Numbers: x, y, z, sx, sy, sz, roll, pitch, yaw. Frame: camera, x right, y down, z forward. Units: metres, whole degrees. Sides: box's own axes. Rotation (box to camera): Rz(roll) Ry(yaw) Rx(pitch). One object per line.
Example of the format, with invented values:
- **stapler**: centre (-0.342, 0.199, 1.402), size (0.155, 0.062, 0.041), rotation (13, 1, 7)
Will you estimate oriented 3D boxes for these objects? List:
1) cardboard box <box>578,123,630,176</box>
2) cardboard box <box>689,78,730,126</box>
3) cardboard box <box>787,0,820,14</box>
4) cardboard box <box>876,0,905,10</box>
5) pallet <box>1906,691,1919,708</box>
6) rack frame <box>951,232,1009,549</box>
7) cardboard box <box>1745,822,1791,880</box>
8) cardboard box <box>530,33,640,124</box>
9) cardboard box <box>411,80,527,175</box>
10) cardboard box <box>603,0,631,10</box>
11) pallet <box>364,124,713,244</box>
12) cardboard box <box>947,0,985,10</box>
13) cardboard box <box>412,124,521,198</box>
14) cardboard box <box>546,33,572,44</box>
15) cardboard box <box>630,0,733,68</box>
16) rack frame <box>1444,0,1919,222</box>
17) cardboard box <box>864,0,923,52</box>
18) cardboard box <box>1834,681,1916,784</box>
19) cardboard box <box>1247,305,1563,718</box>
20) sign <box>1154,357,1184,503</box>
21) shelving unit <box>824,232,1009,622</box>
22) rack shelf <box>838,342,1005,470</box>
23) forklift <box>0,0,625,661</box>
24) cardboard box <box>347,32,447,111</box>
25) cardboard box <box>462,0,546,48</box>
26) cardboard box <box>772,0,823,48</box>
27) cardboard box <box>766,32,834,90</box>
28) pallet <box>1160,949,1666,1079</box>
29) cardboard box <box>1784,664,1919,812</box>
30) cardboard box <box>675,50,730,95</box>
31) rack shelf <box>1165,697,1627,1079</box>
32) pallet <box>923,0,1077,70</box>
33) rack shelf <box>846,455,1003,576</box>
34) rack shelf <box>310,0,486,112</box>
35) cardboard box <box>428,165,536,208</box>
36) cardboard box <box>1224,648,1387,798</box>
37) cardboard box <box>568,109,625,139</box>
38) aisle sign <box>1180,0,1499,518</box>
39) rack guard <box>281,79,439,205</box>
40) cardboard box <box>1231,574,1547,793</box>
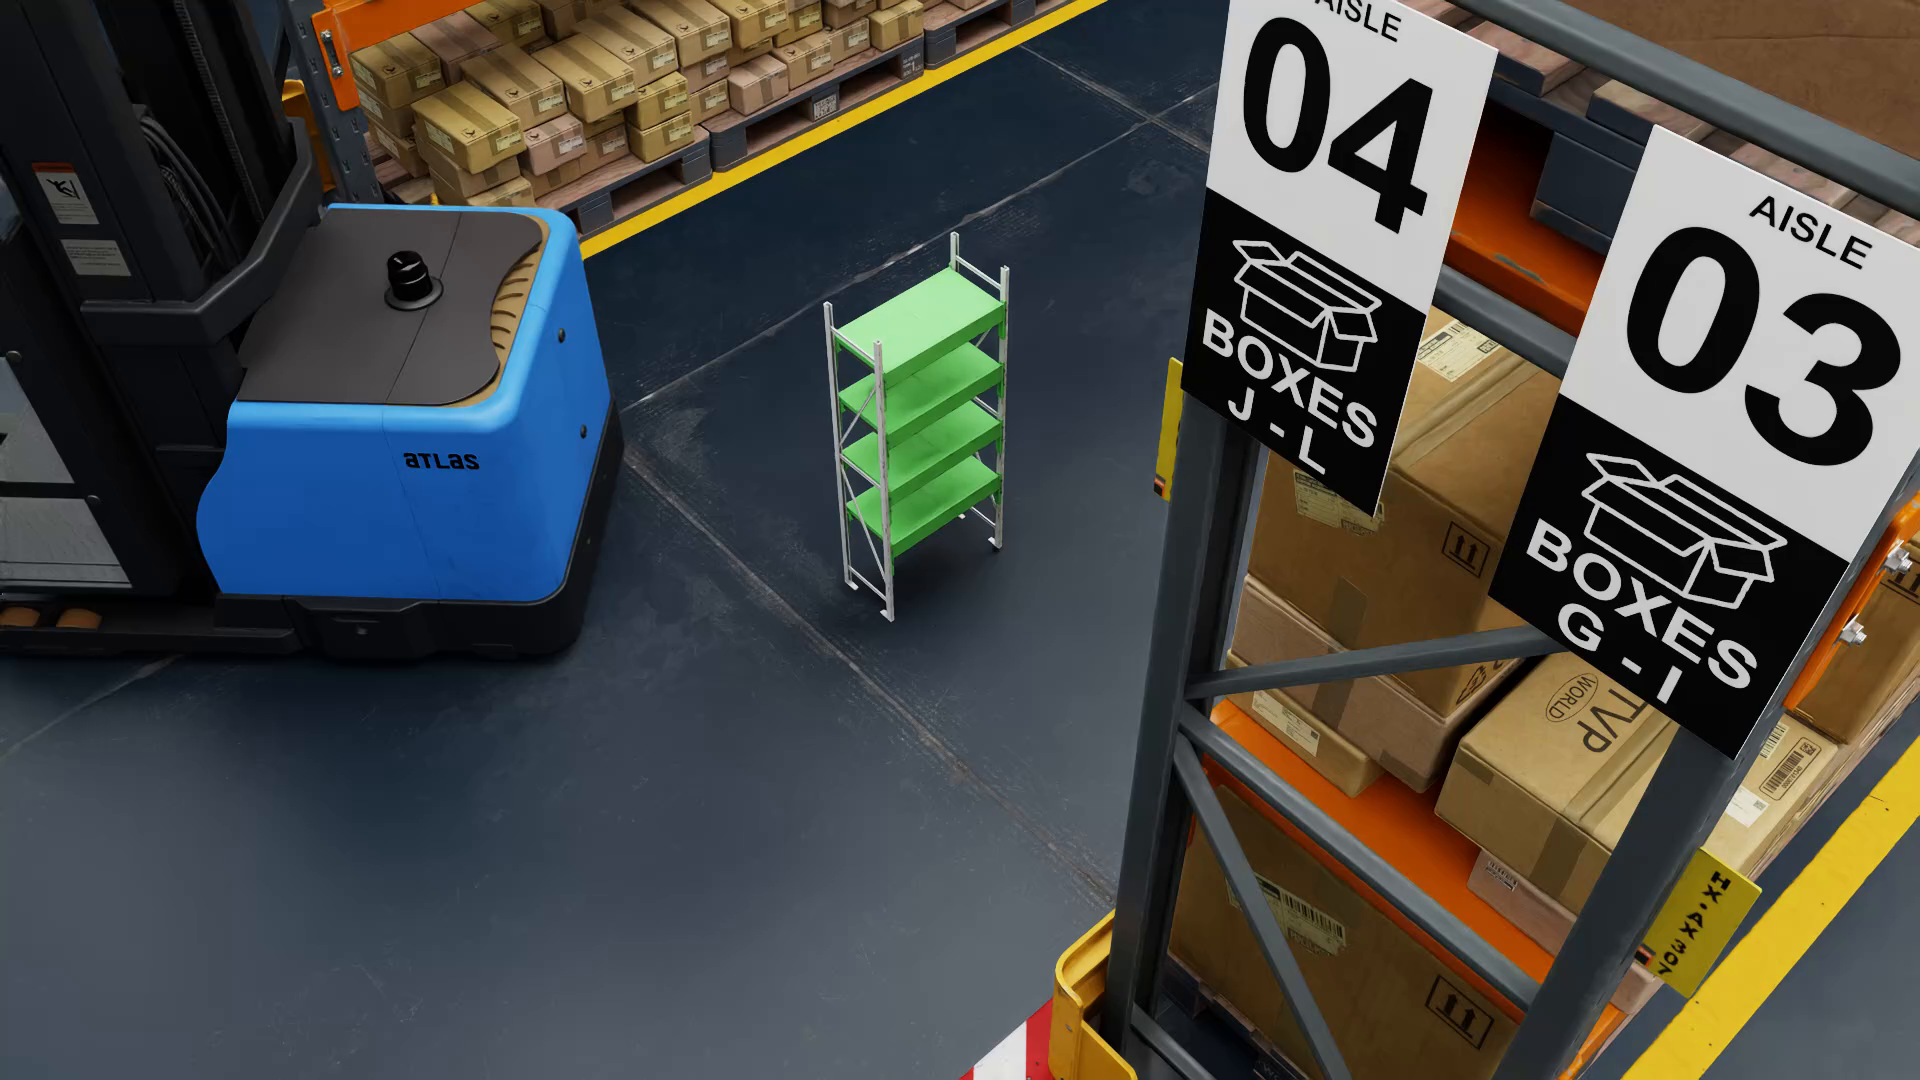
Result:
- **cardboard box**: centre (-1.595, -1.707, 6.938), size (0.250, 0.149, 0.380), rotation (-33, 55, -27)
- **cardboard box**: centre (-1.207, -1.952, 7.164), size (0.250, 0.149, 0.380), rotation (-34, 56, -27)
- **cardboard box**: centre (-0.817, -2.435, 7.205), size (0.250, 0.149, 0.380), rotation (-34, 56, -27)
- **cardboard box**: centre (-0.380, -2.582, 7.543), size (0.250, 0.149, 0.380), rotation (-32, 55, -26)
- **pallet**: centre (3.091, -0.097, 5.696), size (1.213, 0.211, 1.003), rotation (-34, 56, -27)
- **rack frame**: centre (0.058, -0.446, 5.345), size (0.015, 1.200, 0.240), rotation (-34, 56, -27)
- **cardboard box**: centre (1.420, 0.563, 3.361), size (0.250, 0.149, 0.380), rotation (-35, 56, -28)
- **cardboard box**: centre (-1.504, -1.854, 6.669), size (0.250, 0.149, 0.380), rotation (-34, 56, -27)
- **cardboard box**: centre (-1.899, -1.598, 6.432), size (0.250, 0.149, 0.380), rotation (-36, 57, -29)
- **cardboard box**: centre (-1.568, -2.470, 7.237), size (0.250, 0.149, 0.380), rotation (-32, 55, -26)
- **pallet**: centre (-1.835, -1.620, 7.101), size (1.213, 0.211, 1.003), rotation (-34, 56, -27)
- **cardboard box**: centre (-0.018, -2.671, 7.828), size (0.250, 0.149, 0.380), rotation (-36, 57, -28)
- **cardboard box**: centre (-1.955, -1.542, 6.583), size (0.250, 0.149, 0.380), rotation (-32, 55, -26)
- **cardboard box**: centre (-1.666, -2.173, 7.166), size (0.250, 0.149, 0.380), rotation (-34, 56, -28)
- **cardboard box**: centre (-1.164, -2.154, 6.946), size (0.250, 0.149, 0.380), rotation (-32, 55, -26)
- **rack frame**: centre (0.746, -1.433, 0.950), size (0.127, 3.000, 1.000), rotation (-34, 56, -27)
- **cardboard box**: centre (-0.383, -2.408, 7.585), size (0.250, 0.149, 0.380), rotation (-34, 56, -27)
- **cardboard box**: centre (1.801, 0.306, 3.597), size (0.250, 0.149, 0.380), rotation (-35, 56, -28)
- **cardboard box**: centre (0.930, -0.087, 3.179), size (0.500, 0.500, 0.500), rotation (-33, 55, -27)
- **sign**: centre (0.392, -0.174, 2.920), size (0.005, 0.325, 0.100), rotation (-34, 56, -27)
- **shelving unit**: centre (-0.122, -0.325, 5.234), size (0.503, 1.200, 0.258), rotation (-34, 56, -27)
- **rack shelf**: centre (-0.122, -0.444, 5.104), size (0.480, 0.148, 0.258), rotation (-34, 56, -27)
- **forklift**: centre (-2.730, -1.004, 4.682), size (3.031, 2.935, 1.130), rotation (2, 47, 1)
- **cardboard box**: centre (-2.294, -1.923, 6.732), size (0.250, 0.149, 0.380), rotation (-33, 55, -27)
- **cardboard box**: centre (-1.964, -2.213, 7.000), size (0.250, 0.149, 0.380), rotation (-35, 56, -28)
- **cardboard box**: centre (-0.818, -2.351, 7.330), size (0.250, 0.149, 0.380), rotation (-31, 55, -26)
- **cardboard box**: centre (-0.777, -2.179, 7.373), size (0.250, 0.149, 0.380), rotation (-34, 56, -27)
- **pallet**: centre (1.285, 1.109, 4.583), size (1.213, 0.211, 1.003), rotation (-34, 56, -27)
- **cardboard box**: centre (1.663, 0.200, 3.424), size (0.500, 0.250, 0.500), rotation (-34, 56, -28)
- **cardboard box**: centre (-1.198, -2.066, 7.067), size (0.380, 0.149, 0.250), rotation (36, 57, 29)
- **rack shelf**: centre (2.226, -0.144, 4.331), size (4.000, 0.370, 1.077), rotation (-34, 56, -27)
- **pallet**: centre (-0.029, -2.827, 8.215), size (1.213, 0.211, 1.003), rotation (-34, 56, -27)
- **rack shelf**: centre (-0.122, -0.119, 5.457), size (0.480, 0.148, 0.258), rotation (-34, 56, -27)
- **rack shelf**: centre (-1.036, -2.891, 6.866), size (4.000, 0.370, 1.077), rotation (-34, 56, -27)
- **cardboard box**: centre (-1.913, -1.407, 6.661), size (0.250, 0.149, 0.380), rotation (-33, 55, -26)
- **cardboard box**: centre (0.788, 0.331, 3.574), size (0.250, 0.149, 0.380), rotation (-33, 55, -27)
- **cardboard box**: centre (-1.593, -1.816, 6.836), size (0.250, 0.149, 0.380), rotation (-33, 55, -27)
- **aisle sign**: centre (0.491, -0.408, 2.317), size (0.004, 0.787, 0.394), rotation (-34, 56, -27)
- **rack guard**: centre (-2.459, -1.336, 6.642), size (0.348, 0.500, 1.175), rotation (-34, 56, -27)
- **cardboard box**: centre (0.926, 0.167, 3.454), size (0.500, 0.250, 0.500), rotation (-35, 56, -28)
